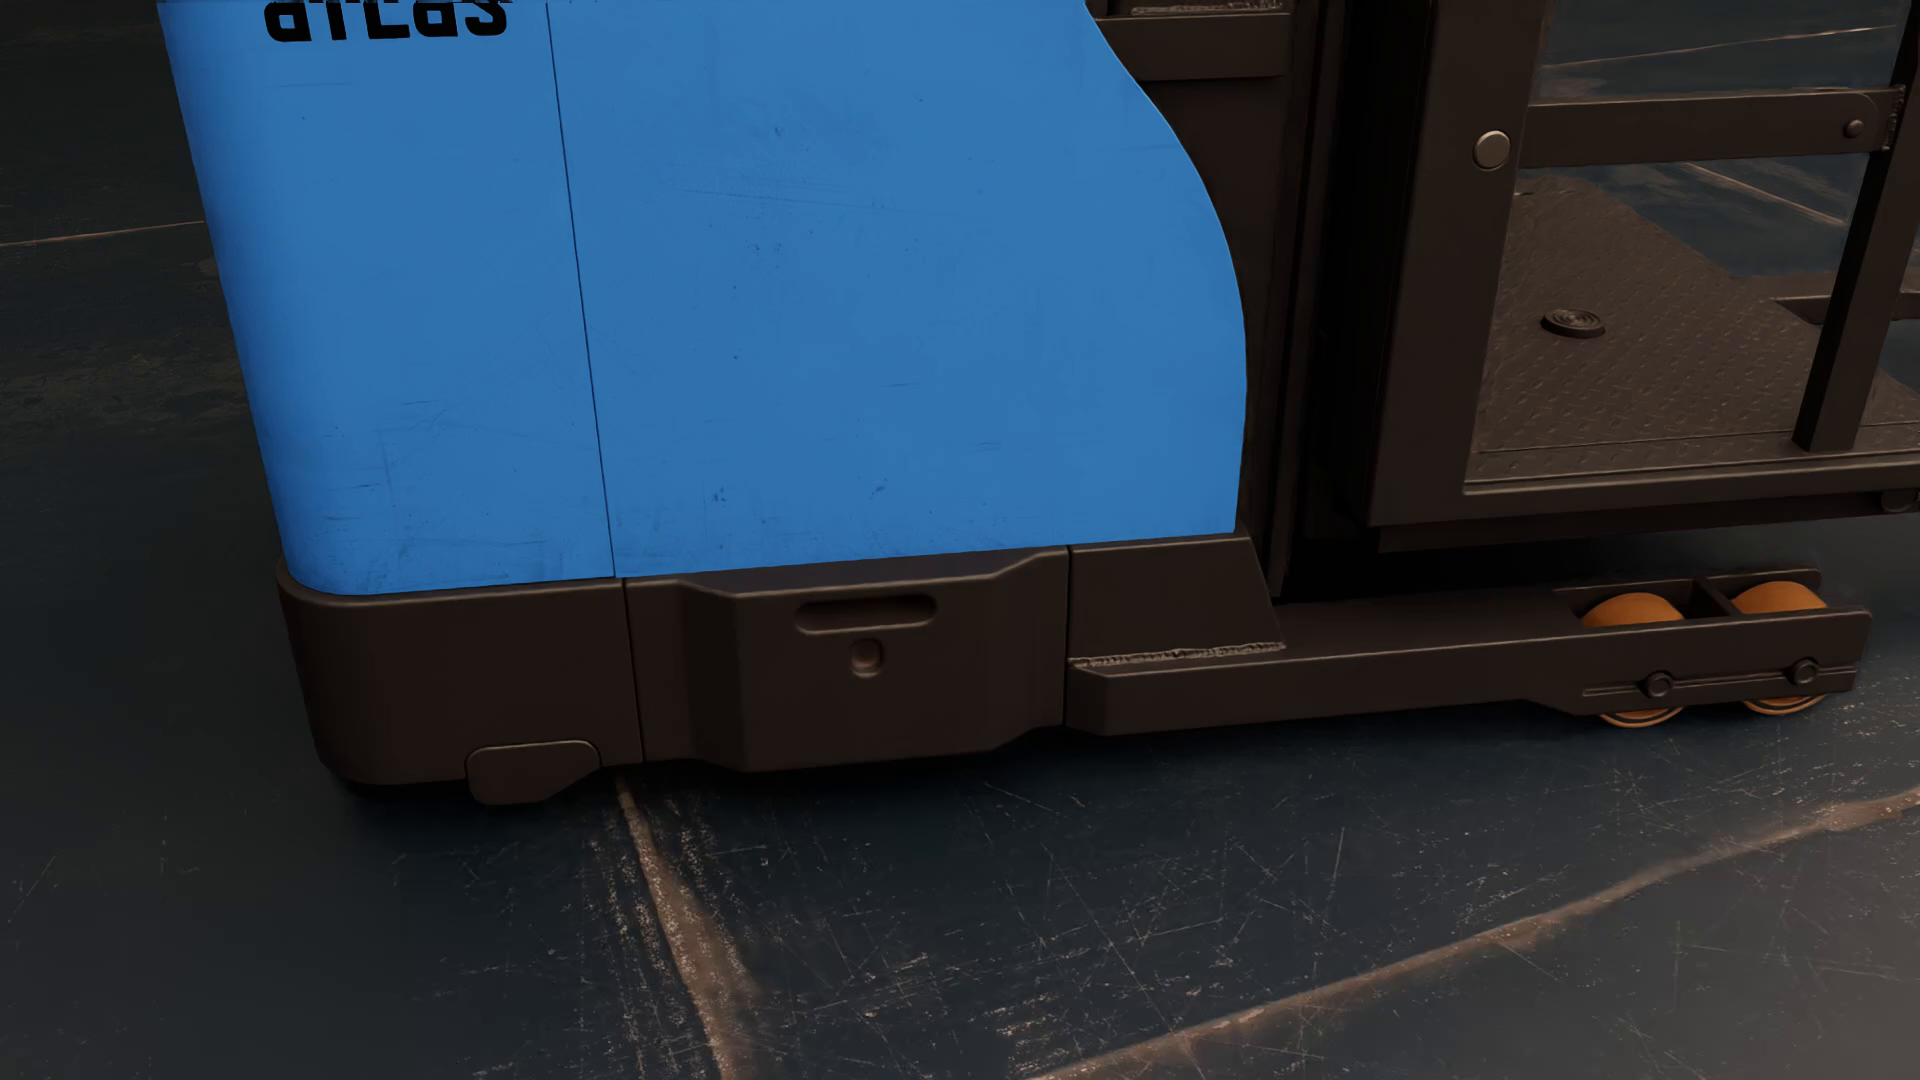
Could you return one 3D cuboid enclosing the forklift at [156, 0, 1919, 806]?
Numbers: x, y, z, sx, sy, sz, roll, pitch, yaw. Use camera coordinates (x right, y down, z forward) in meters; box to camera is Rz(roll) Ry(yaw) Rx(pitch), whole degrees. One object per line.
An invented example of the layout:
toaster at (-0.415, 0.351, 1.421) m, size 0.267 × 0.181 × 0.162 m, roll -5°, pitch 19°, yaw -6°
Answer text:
forklift at (0.685, -1.294, 1.810) m, size 3.031 × 2.935 × 1.130 m, roll -4°, pitch 30°, yaw -7°
